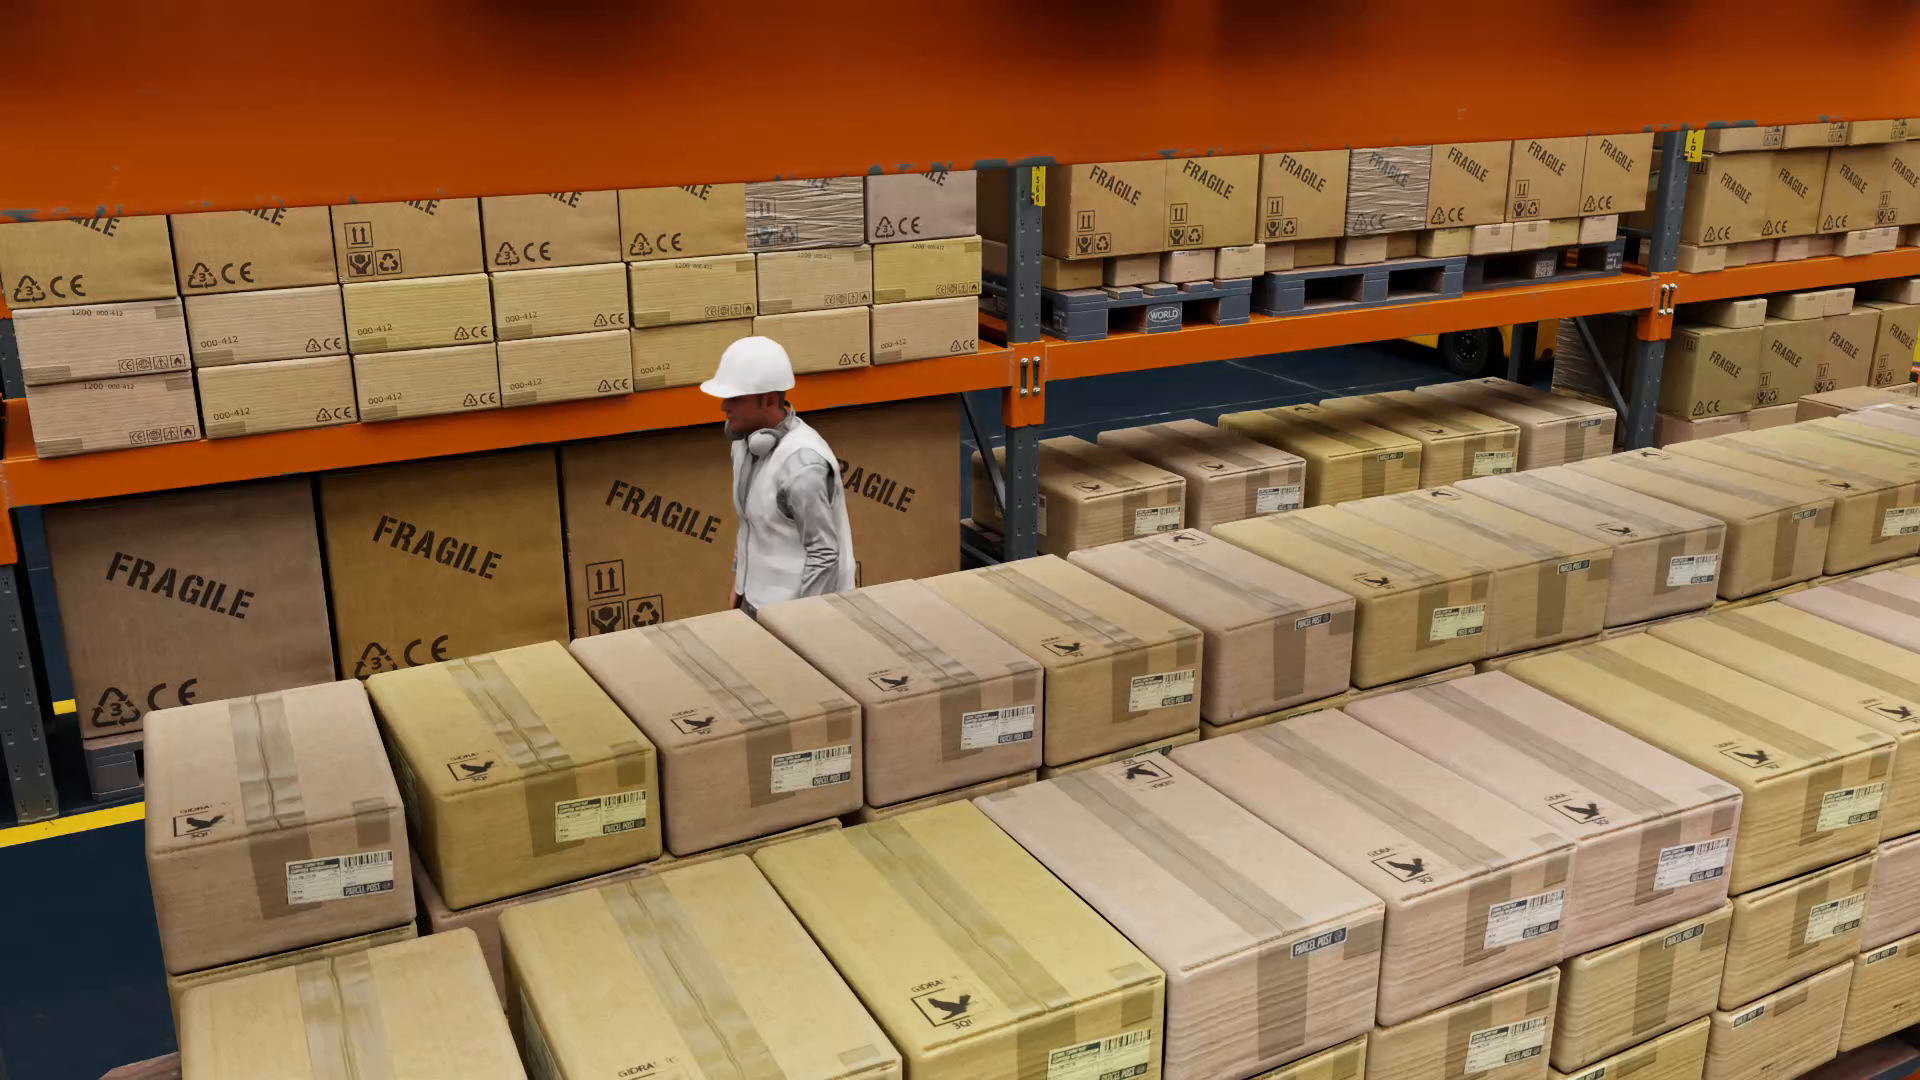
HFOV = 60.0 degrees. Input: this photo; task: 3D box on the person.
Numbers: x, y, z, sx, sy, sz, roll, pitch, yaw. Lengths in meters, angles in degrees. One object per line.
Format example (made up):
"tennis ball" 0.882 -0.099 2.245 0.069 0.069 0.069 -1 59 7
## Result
"person" -0.584 0.209 5.385 0.466 1.771 0.586 -10 21 -28
